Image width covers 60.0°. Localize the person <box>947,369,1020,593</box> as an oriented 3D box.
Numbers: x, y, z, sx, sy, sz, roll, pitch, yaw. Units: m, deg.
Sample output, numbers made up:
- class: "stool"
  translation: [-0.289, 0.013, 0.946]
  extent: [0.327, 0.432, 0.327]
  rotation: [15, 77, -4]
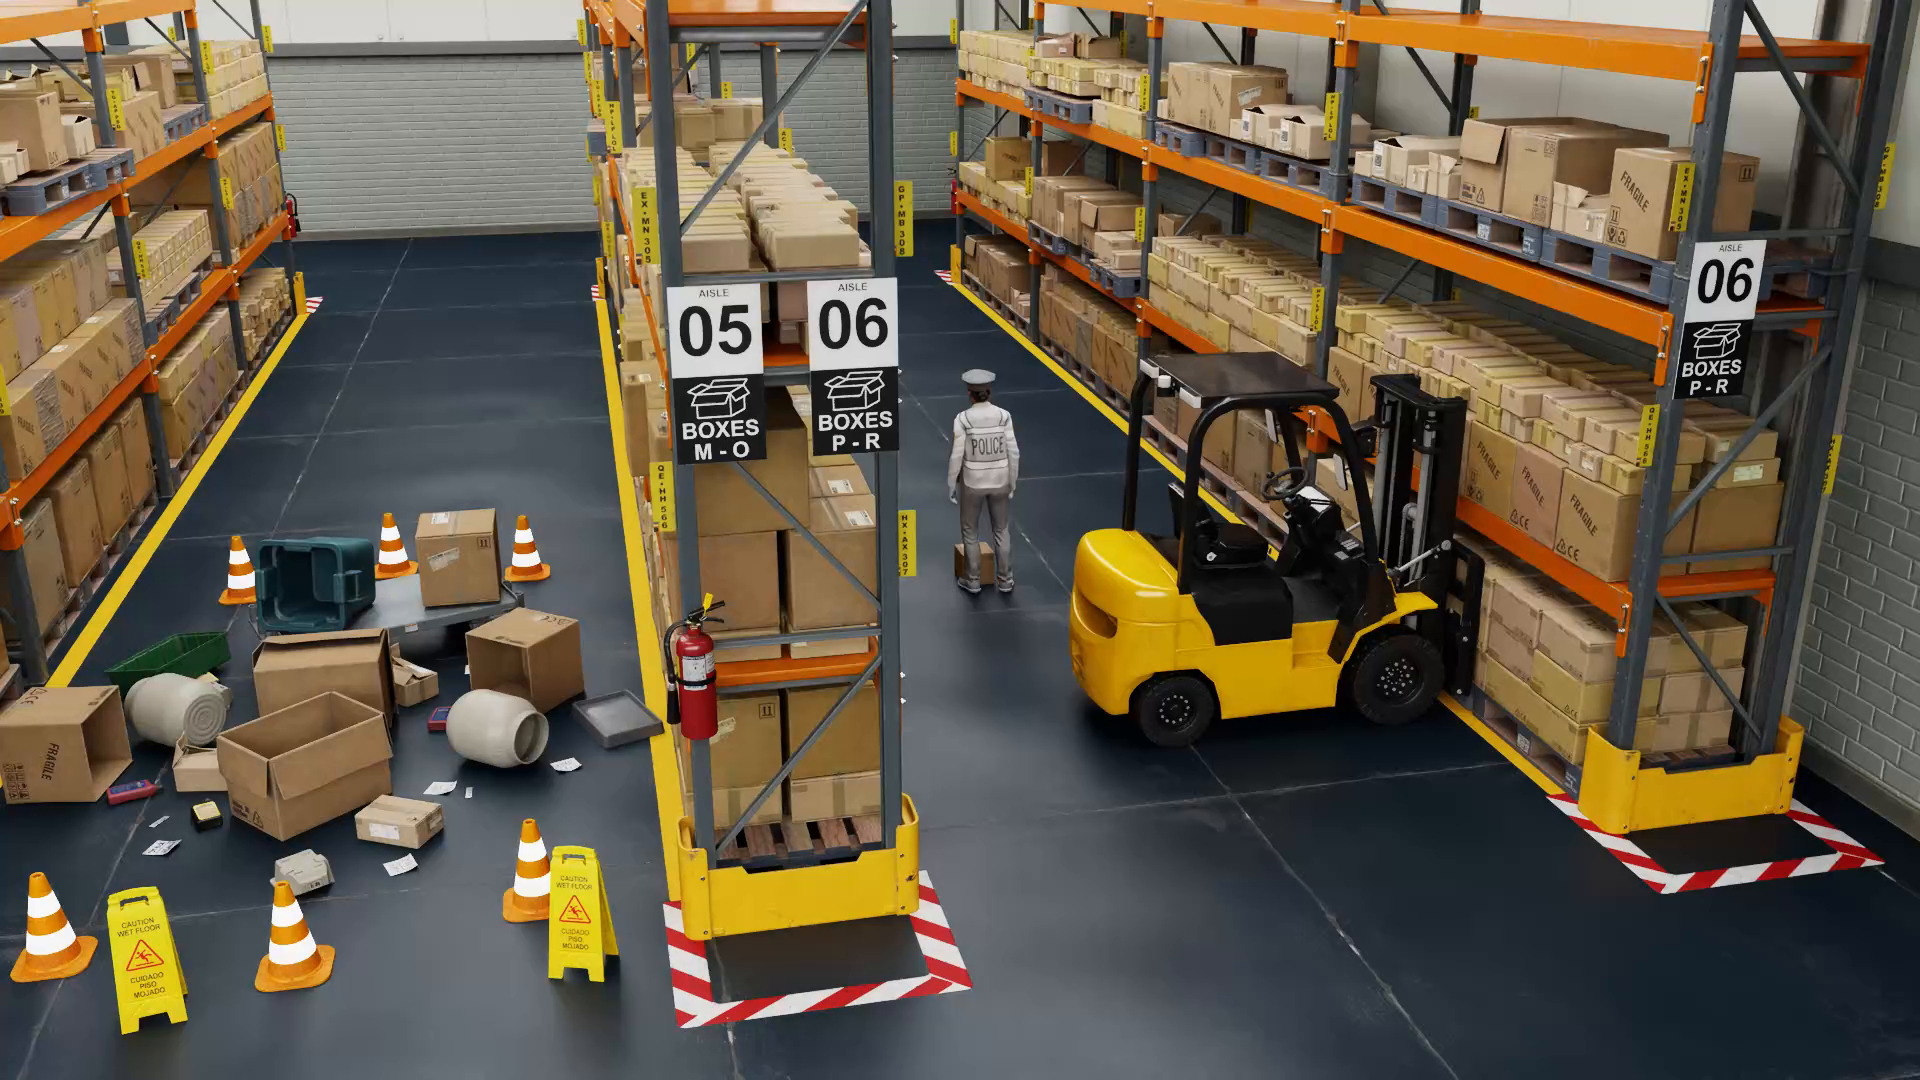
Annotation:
- class: "person"
  translation: [0.164, -0.410, 12.208]
  extent: [0.536, 1.663, 0.405]
  rotation: [-5, 20, -13]
